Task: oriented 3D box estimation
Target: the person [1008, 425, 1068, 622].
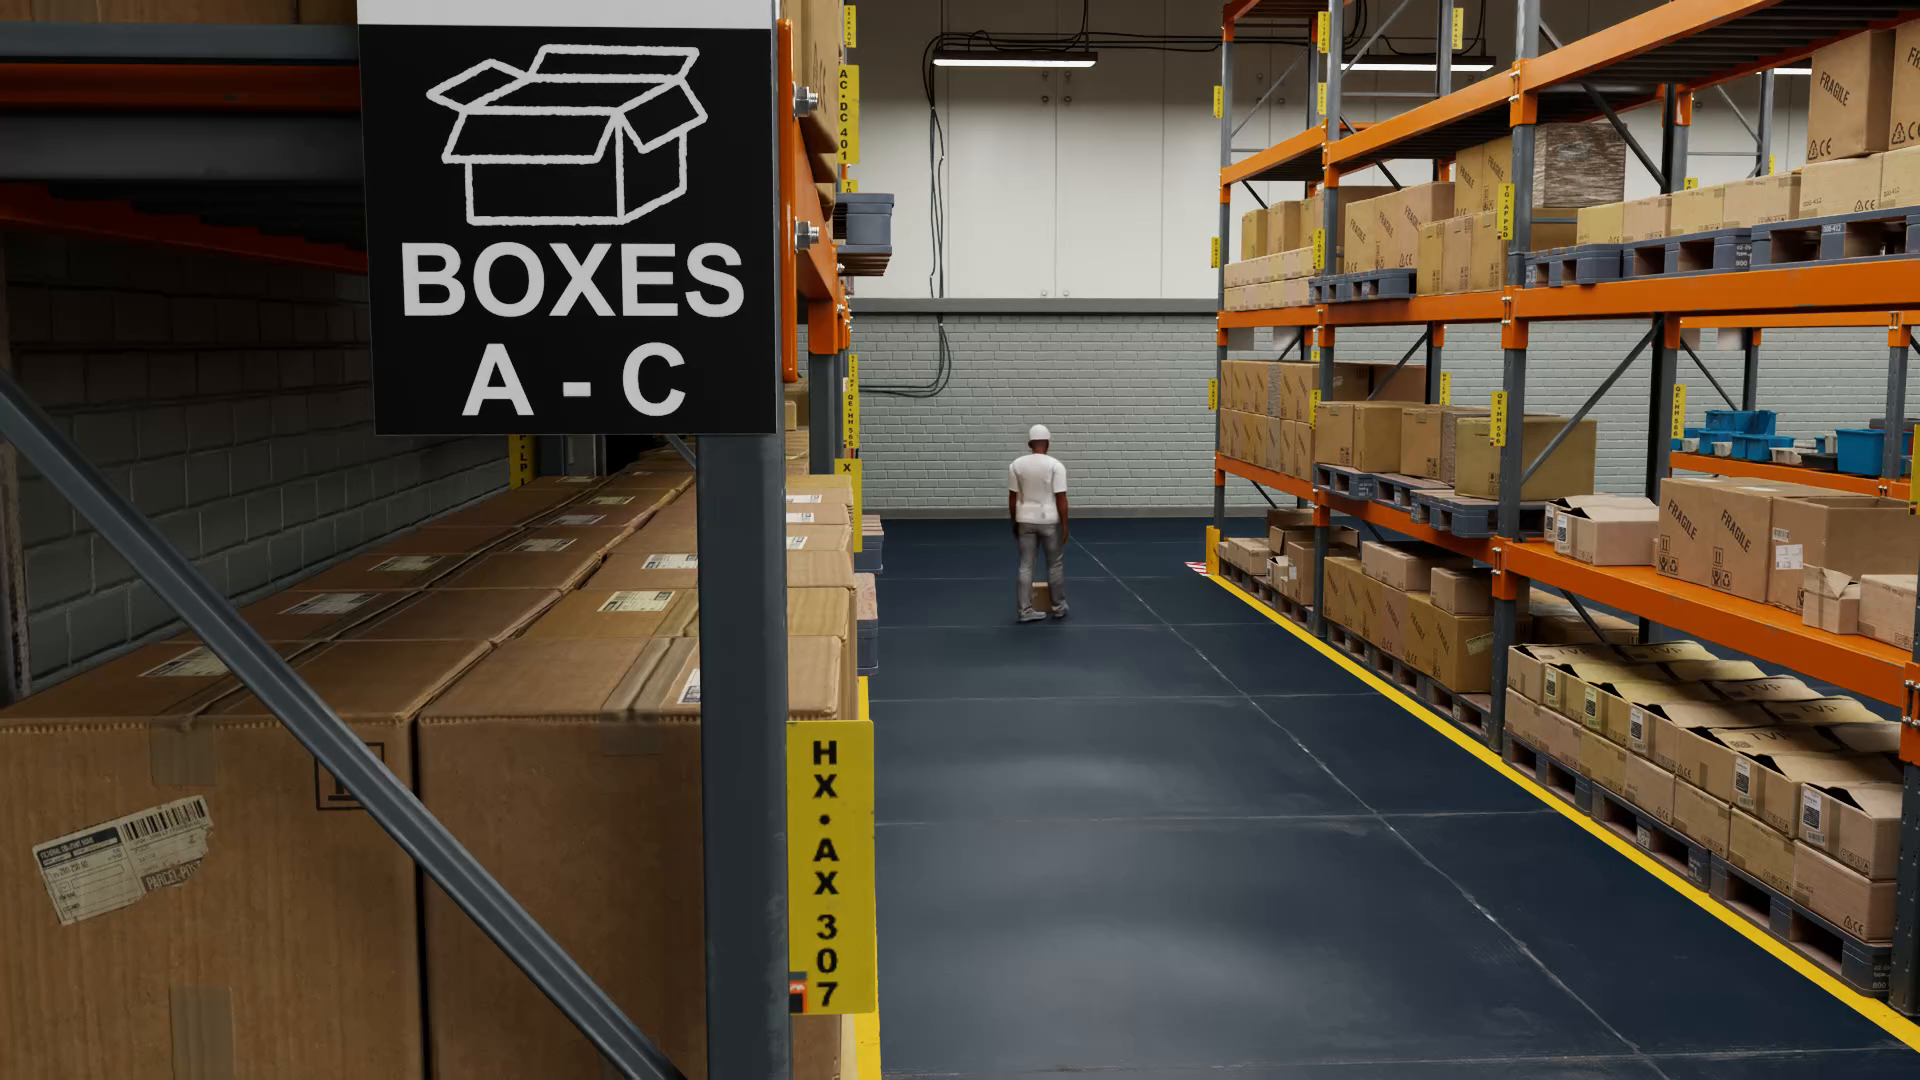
[{"bbox_3d":[0.746,-0.167,15.018,0.565,1.760,0.685,3,7,20],"label":"person"}]
